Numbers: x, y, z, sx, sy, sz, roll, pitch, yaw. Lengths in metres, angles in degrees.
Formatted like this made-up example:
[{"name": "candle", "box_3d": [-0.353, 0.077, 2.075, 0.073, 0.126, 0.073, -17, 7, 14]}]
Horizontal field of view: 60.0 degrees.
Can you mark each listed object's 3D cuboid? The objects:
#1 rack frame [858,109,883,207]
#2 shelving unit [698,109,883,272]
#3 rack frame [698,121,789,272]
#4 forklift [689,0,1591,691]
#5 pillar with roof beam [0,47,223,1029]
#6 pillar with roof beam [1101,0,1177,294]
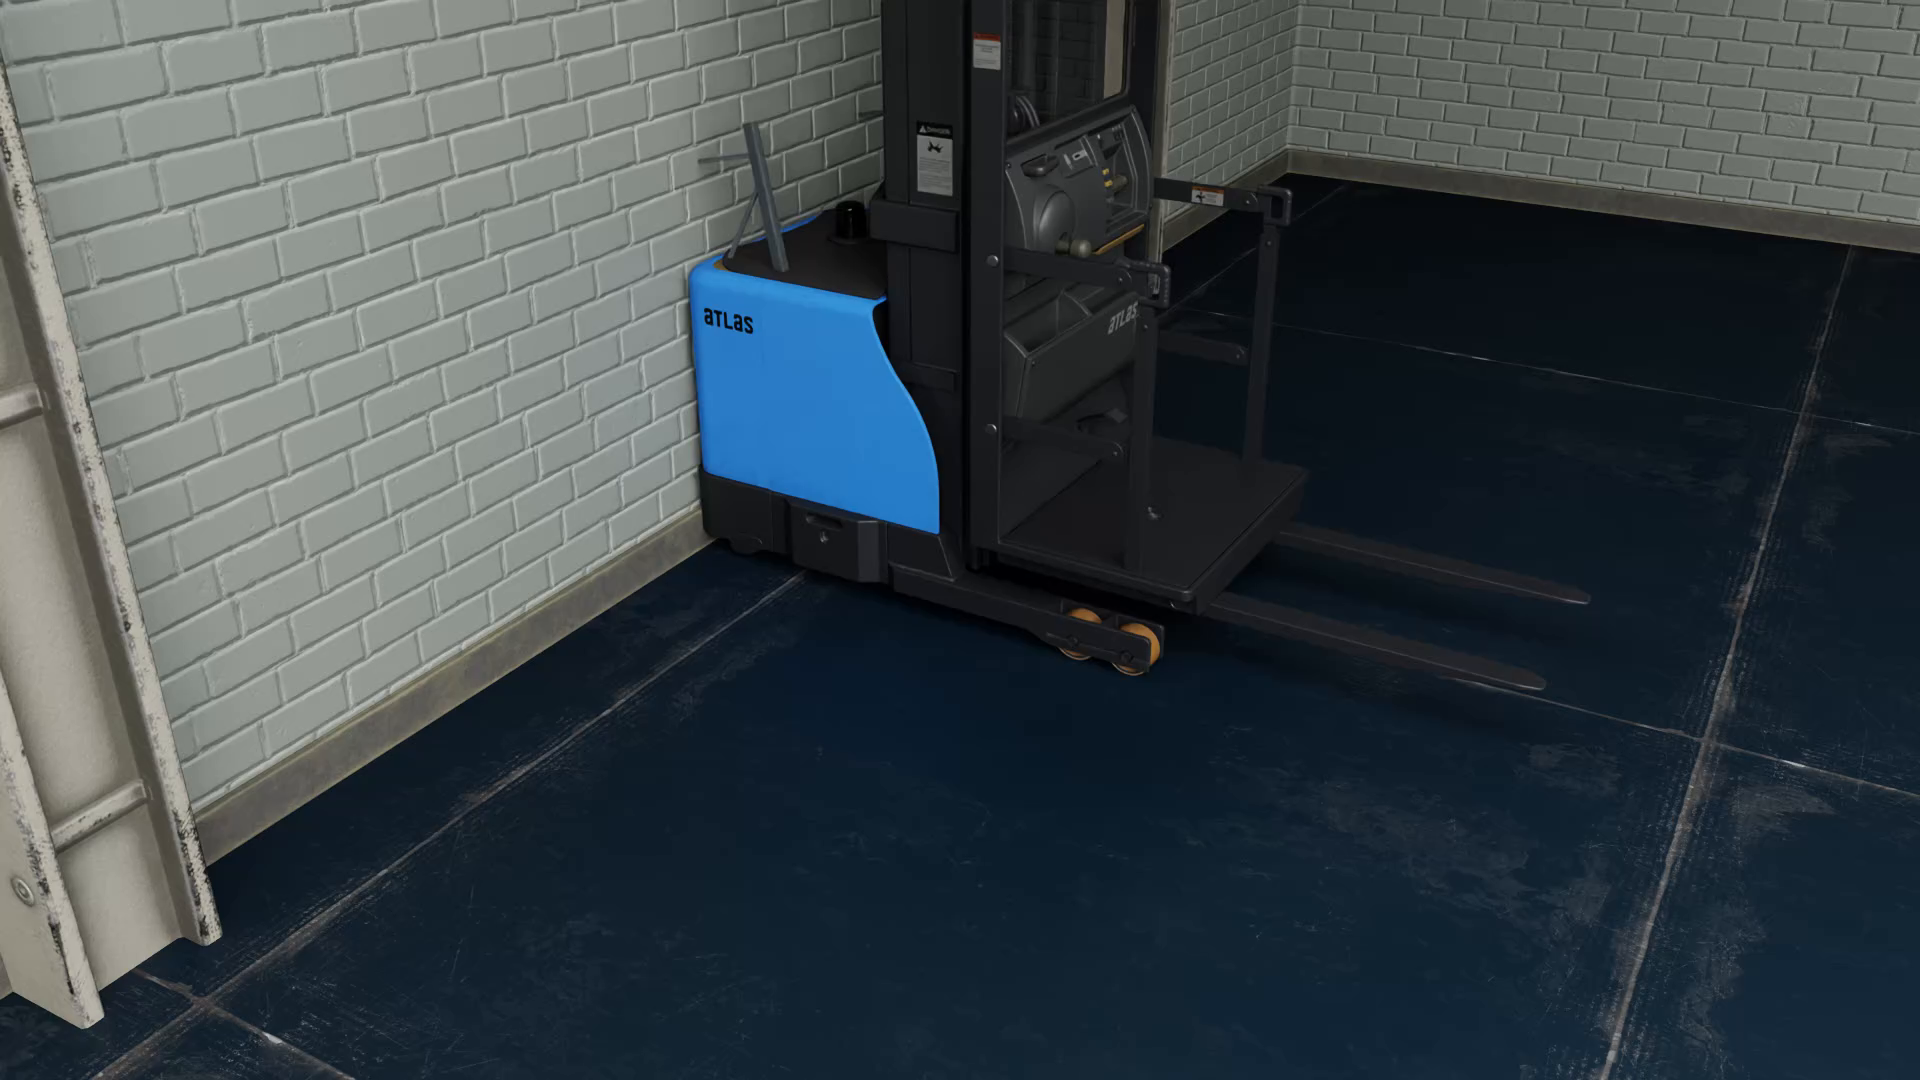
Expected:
[{"name": "rack frame", "box_3d": [-0.174, -1.057, 6.641, 0.500, 1.500, 0.032, 3, 23, 36]}, {"name": "shelving unit", "box_3d": [-0.466, -0.873, 6.256, 0.587, 1.500, 1.083, 3, 23, 36]}, {"name": "rack frame", "box_3d": [-0.748, -0.695, 5.884, 0.500, 1.500, 0.032, 3, 23, 36]}, {"name": "forklift", "box_3d": [0.573, -1.145, 5.262, 3.031, 2.935, 1.130, 15, 30, 27]}, {"name": "pillar with roof beam", "box_3d": [1.641, -2.028, 0.248, 9.100, 9.000, 0.400, 14, 30, 26]}, {"name": "pillar with roof beam", "box_3d": [4.592, -4.366, 4.920, 9.100, 9.000, 0.400, 14, 30, 26]}]
